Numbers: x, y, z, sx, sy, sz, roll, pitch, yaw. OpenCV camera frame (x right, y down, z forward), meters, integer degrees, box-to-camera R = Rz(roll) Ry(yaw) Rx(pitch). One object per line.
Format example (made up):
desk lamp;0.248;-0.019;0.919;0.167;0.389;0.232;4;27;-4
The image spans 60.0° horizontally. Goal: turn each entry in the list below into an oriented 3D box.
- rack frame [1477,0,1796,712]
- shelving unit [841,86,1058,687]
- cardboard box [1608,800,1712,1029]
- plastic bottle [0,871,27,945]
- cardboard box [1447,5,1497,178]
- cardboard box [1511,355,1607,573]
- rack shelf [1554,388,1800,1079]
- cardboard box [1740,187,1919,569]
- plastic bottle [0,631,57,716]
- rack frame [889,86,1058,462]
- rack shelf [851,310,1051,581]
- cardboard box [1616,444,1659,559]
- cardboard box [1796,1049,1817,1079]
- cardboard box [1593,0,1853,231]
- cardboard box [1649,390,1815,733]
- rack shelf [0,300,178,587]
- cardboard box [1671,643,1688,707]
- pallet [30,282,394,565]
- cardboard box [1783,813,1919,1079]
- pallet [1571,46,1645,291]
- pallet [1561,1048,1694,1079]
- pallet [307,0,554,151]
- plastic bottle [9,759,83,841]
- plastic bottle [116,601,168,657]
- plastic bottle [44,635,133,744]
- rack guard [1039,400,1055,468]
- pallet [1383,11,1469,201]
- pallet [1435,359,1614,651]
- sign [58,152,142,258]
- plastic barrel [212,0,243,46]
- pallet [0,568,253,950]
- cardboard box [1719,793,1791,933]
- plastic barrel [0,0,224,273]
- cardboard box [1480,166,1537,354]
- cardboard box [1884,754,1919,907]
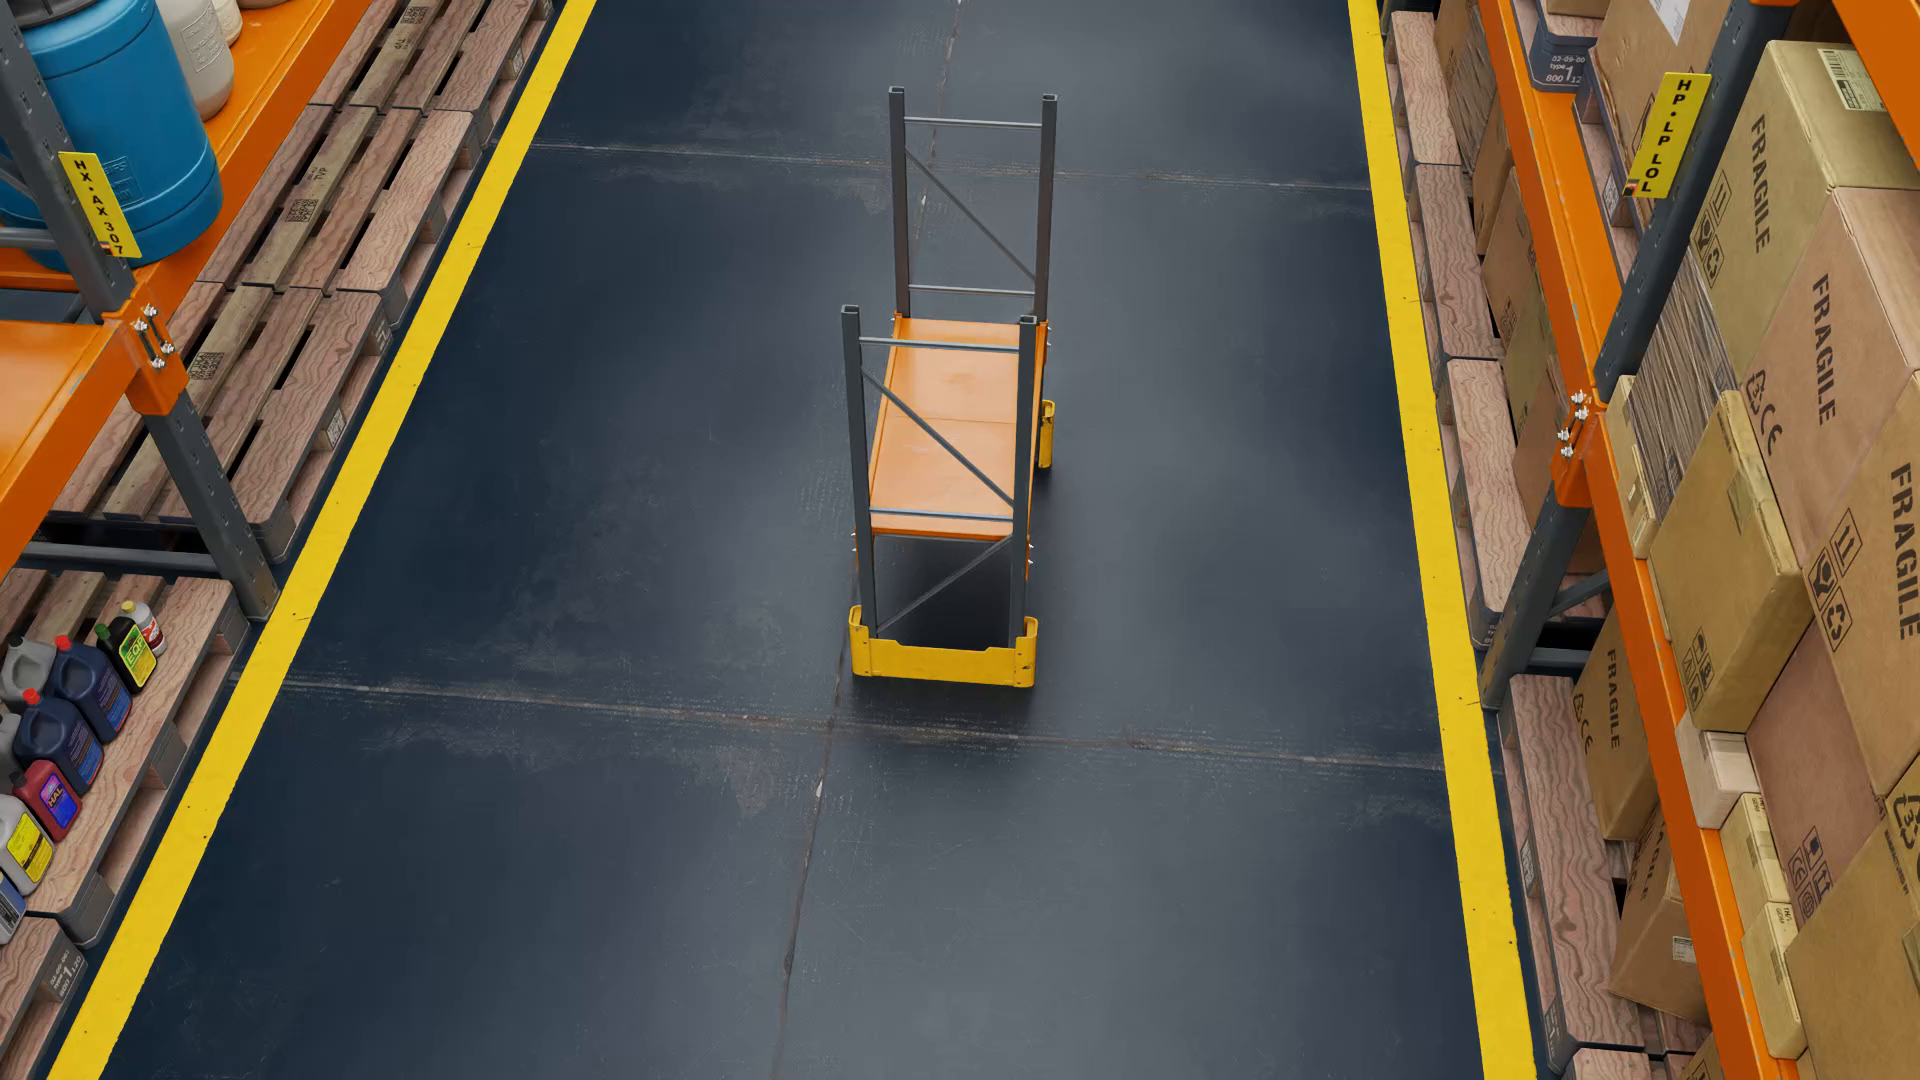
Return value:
rack frame;2.152;-0.487;4.162;1.000;3.000;0.127;4;48;4
shelving unit;-0.007;-0.450;5.145;0.587;1.500;1.083;4;48;4
cardboard box;2.031;0.928;4.278;0.500;0.500;0.500;18;50;16
plastic bottle;-2.618;0.941;4.404;0.152;0.276;0.135;5;48;4
cardboard box;2.437;-1.829;6.786;0.700;0.500;0.500;0;48;0
cardboard box;2.229;-0.241;5.334;0.700;0.500;0.500;1;48;1
rack shelf;1.969;1.226;3.084;1.077;0.370;4.000;4;48;4
cardboard box;1.813;-0.277;3.024;0.500;0.500;0.500;4;48;4
plastic bottle;-2.696;0.409;4.841;0.144;0.351;0.185;4;48;4
rack frame;0.039;-0.817;5.481;0.500;1.500;0.032;4;48;4
rack shelf;-0.008;-0.322;5.272;0.538;0.185;1.000;4;48;4
cardboard box;1.797;-0.081;3.962;0.380;0.149;0.250;4;48;4
cardboard box;1.732;1.026;2.949;0.380;0.149;0.250;4;48;4
cardboard box;2.363;-1.405;4.311;1.000;1.000;1.000;4;48;4
cardboard box;1.968;0.071;3.383;0.875;0.500;0.500;4;48;4
rack shelf;-2.963;0.893;3.388;1.077;0.370;4.000;4;48;4
cardboard box;1.788;0.289;3.624;0.380;0.149;0.250;4;48;4
pallet;-2.748;-0.458;6.026;1.003;0.211;1.213;4;48;4
cardboard box;1.936;0.809;2.708;0.875;0.500;0.500;4;48;4
pallet;2.366;-0.974;4.738;1.003;0.211;1.213;4;48;4
pallet;2.017;1.849;3.916;1.003;0.211;1.213;4;48;4
pallet;-2.525;-2.251;7.666;1.003;0.211;1.213;4;48;4
plastic bottle;-2.543;0.705;4.615;0.061;0.283;0.133;7;48;6
plastic bottle;-2.503;0.264;5.074;0.097;0.201;0.097;0;48;0
plastic bottle;-2.552;0.418;4.832;0.144;0.351;0.185;3;48;2
rack guard;0.038;-0.394;5.941;0.587;0.250;0.087;4;48;4
pallet;2.443;-1.911;7.355;1.003;0.211;1.213;4;48;4
pallet;2.221;-0.118;5.715;1.003;0.211;1.213;4;48;4
sign;-2.234;-0.868;4.324;0.100;0.325;0.005;4;48;4
plastic barrel;-2.507;-1.735;5.398;0.301;0.262;0.301;0;48;0
pallet;-2.883;0.612;5.047;1.003;0.211;1.213;4;48;4
cardboard box;1.743;0.656;3.288;0.380;0.149;0.250;4;48;4
plastic barrel;-2.444;-1.253;4.523;0.600;0.901;0.708;4;48;4
cardboard box;2.342;-1.002;6.029;0.700;0.500;0.500;0;48;0
cardboard box;1.733;0.458;2.351;0.500;0.500;0.500;4;48;4
